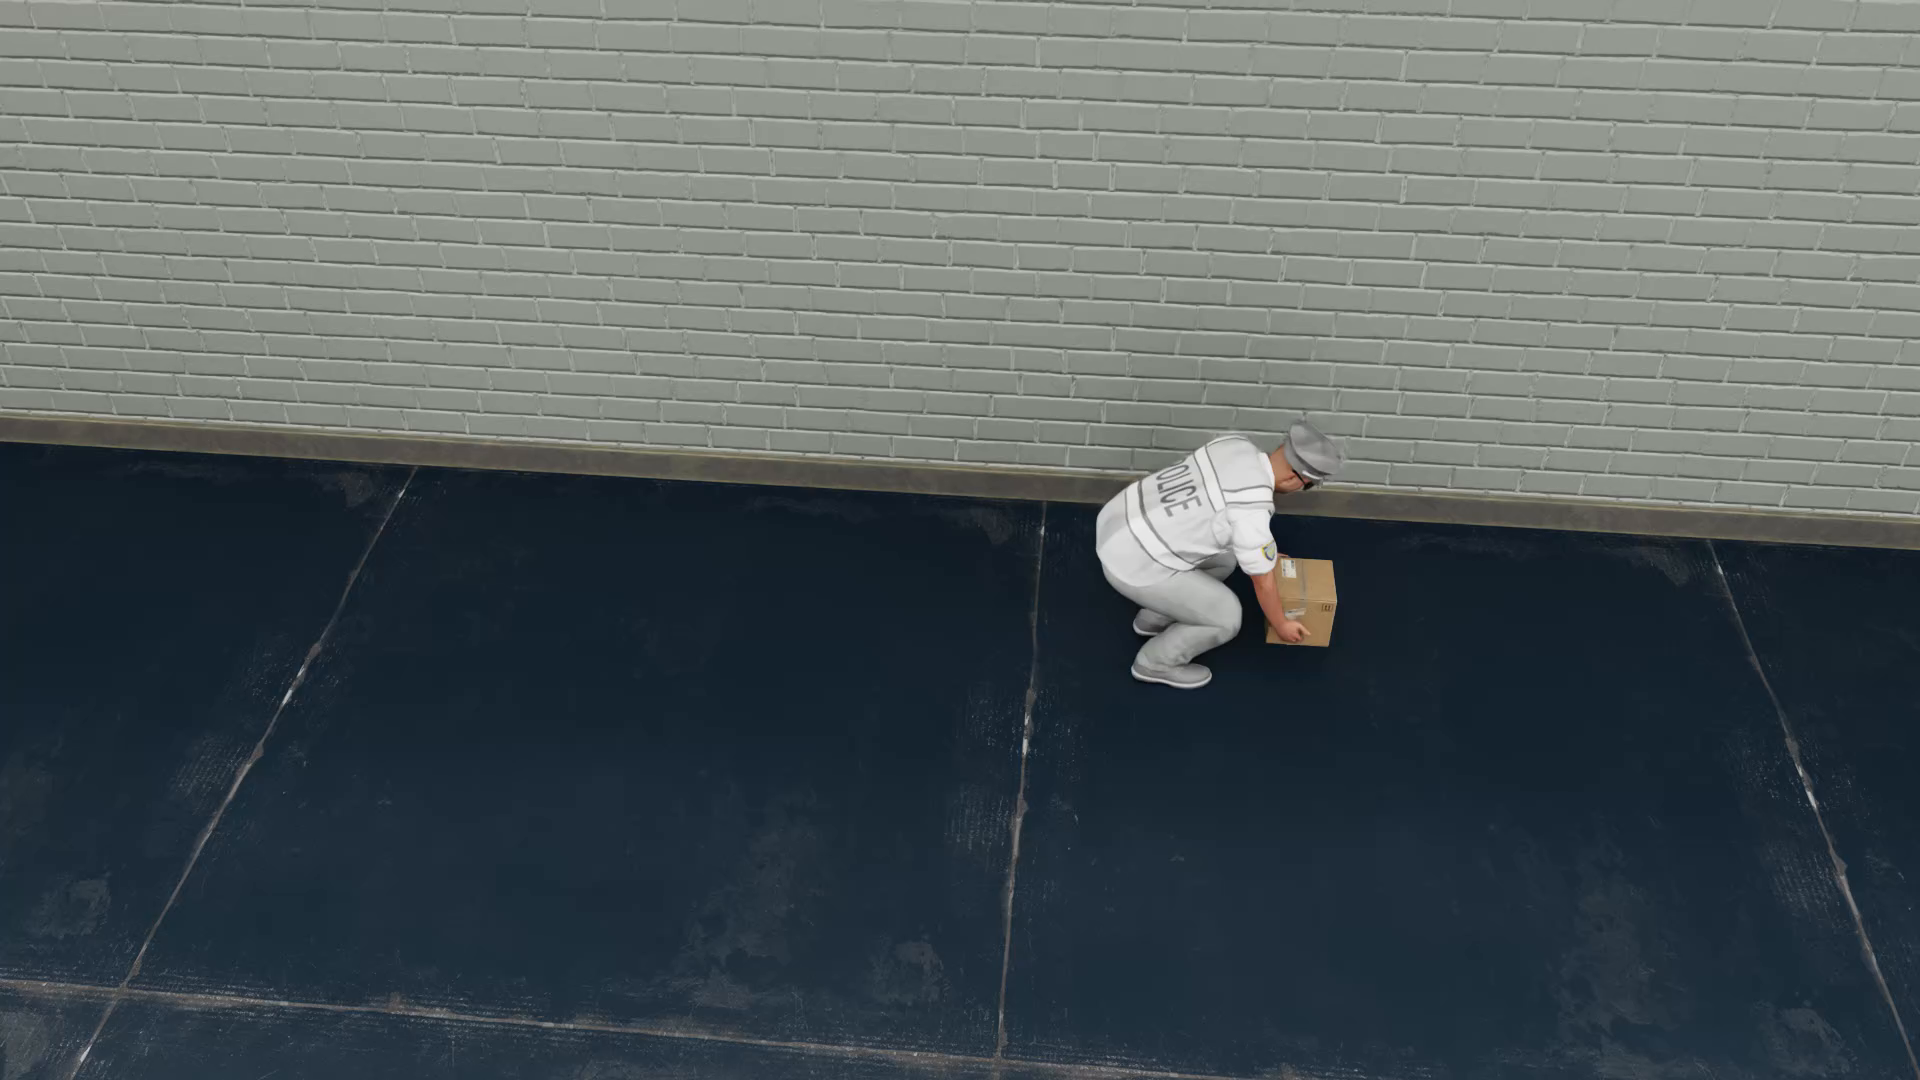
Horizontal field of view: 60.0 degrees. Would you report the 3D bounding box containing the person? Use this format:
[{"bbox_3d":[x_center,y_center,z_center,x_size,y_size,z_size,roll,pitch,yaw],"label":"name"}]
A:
[{"bbox_3d":[0.994,0.029,6.613,0.912,1.121,0.576,3,40,4],"label":"person"}]
